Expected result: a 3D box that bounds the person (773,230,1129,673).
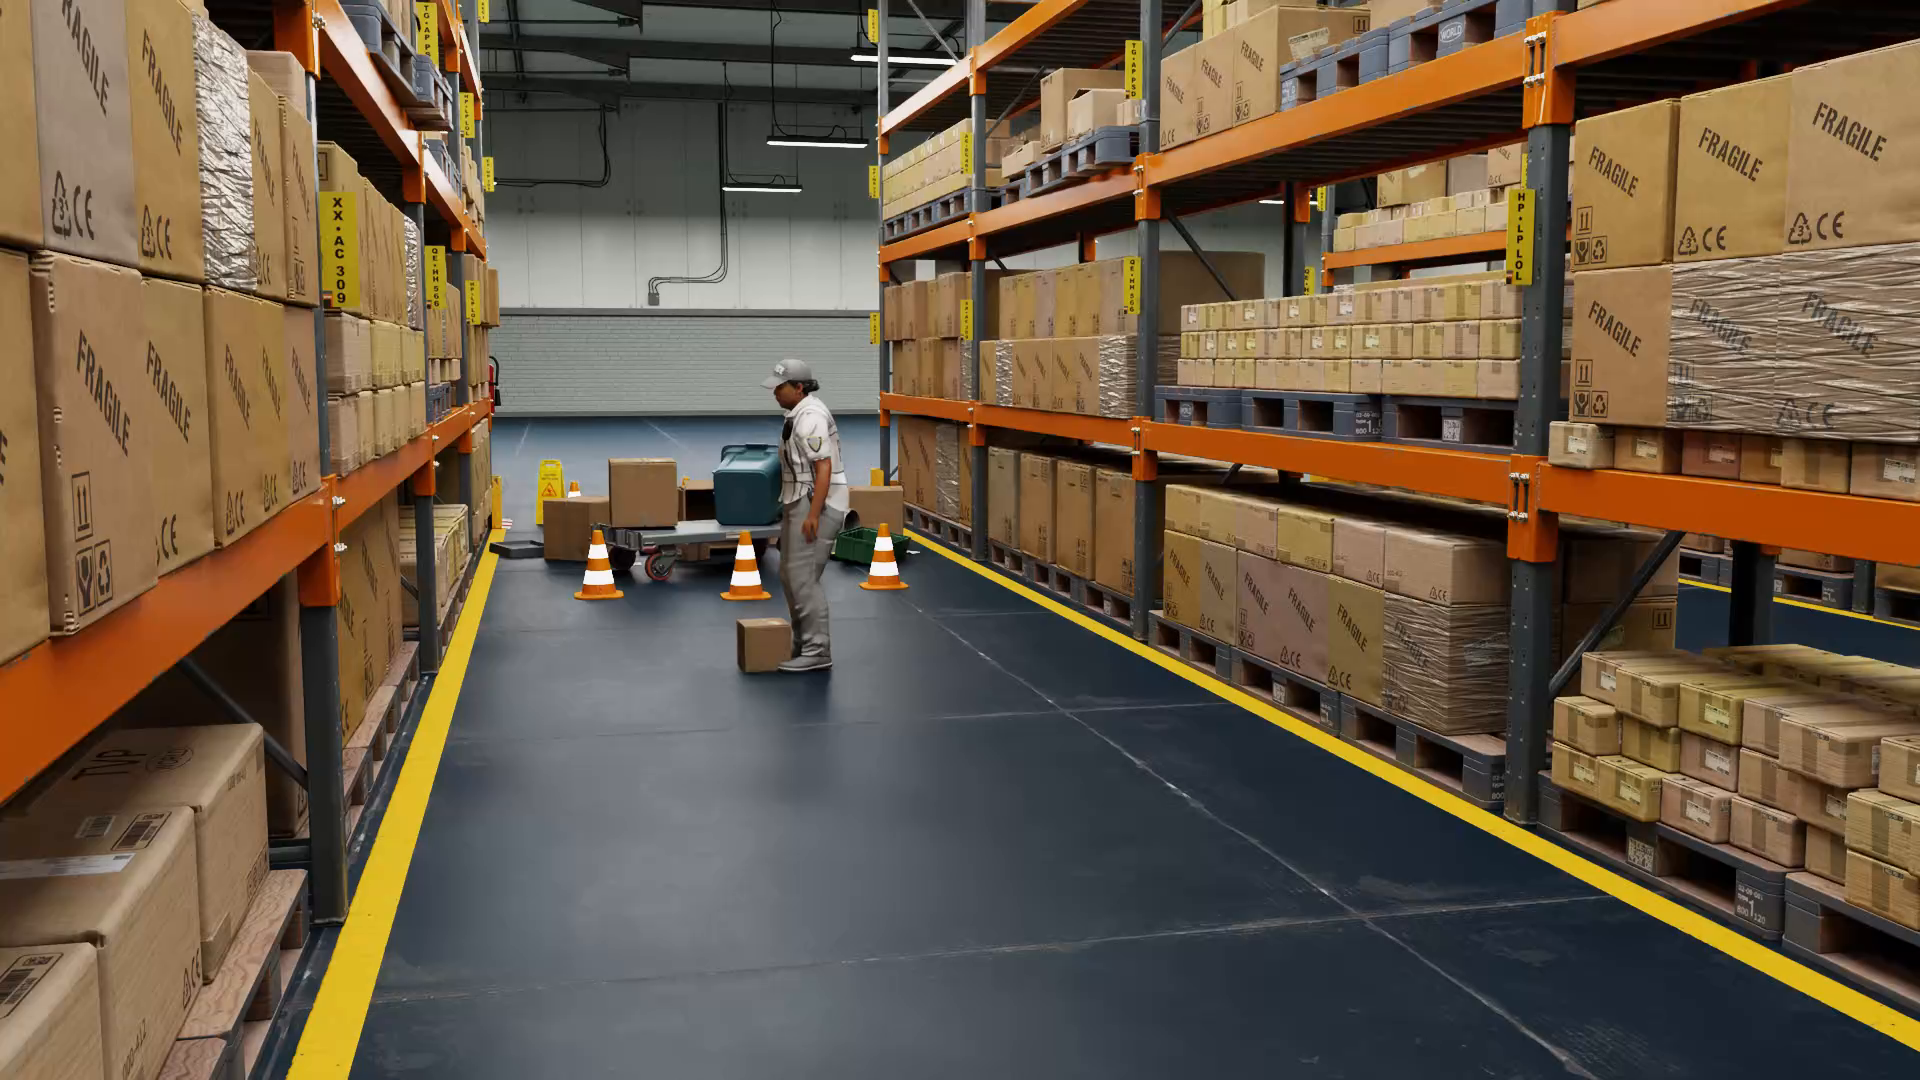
[{"bbox_3d":[2.094,-4.641,30.180,18.326,6.001,40.210,-2,7,-17],"label":"person"}]
